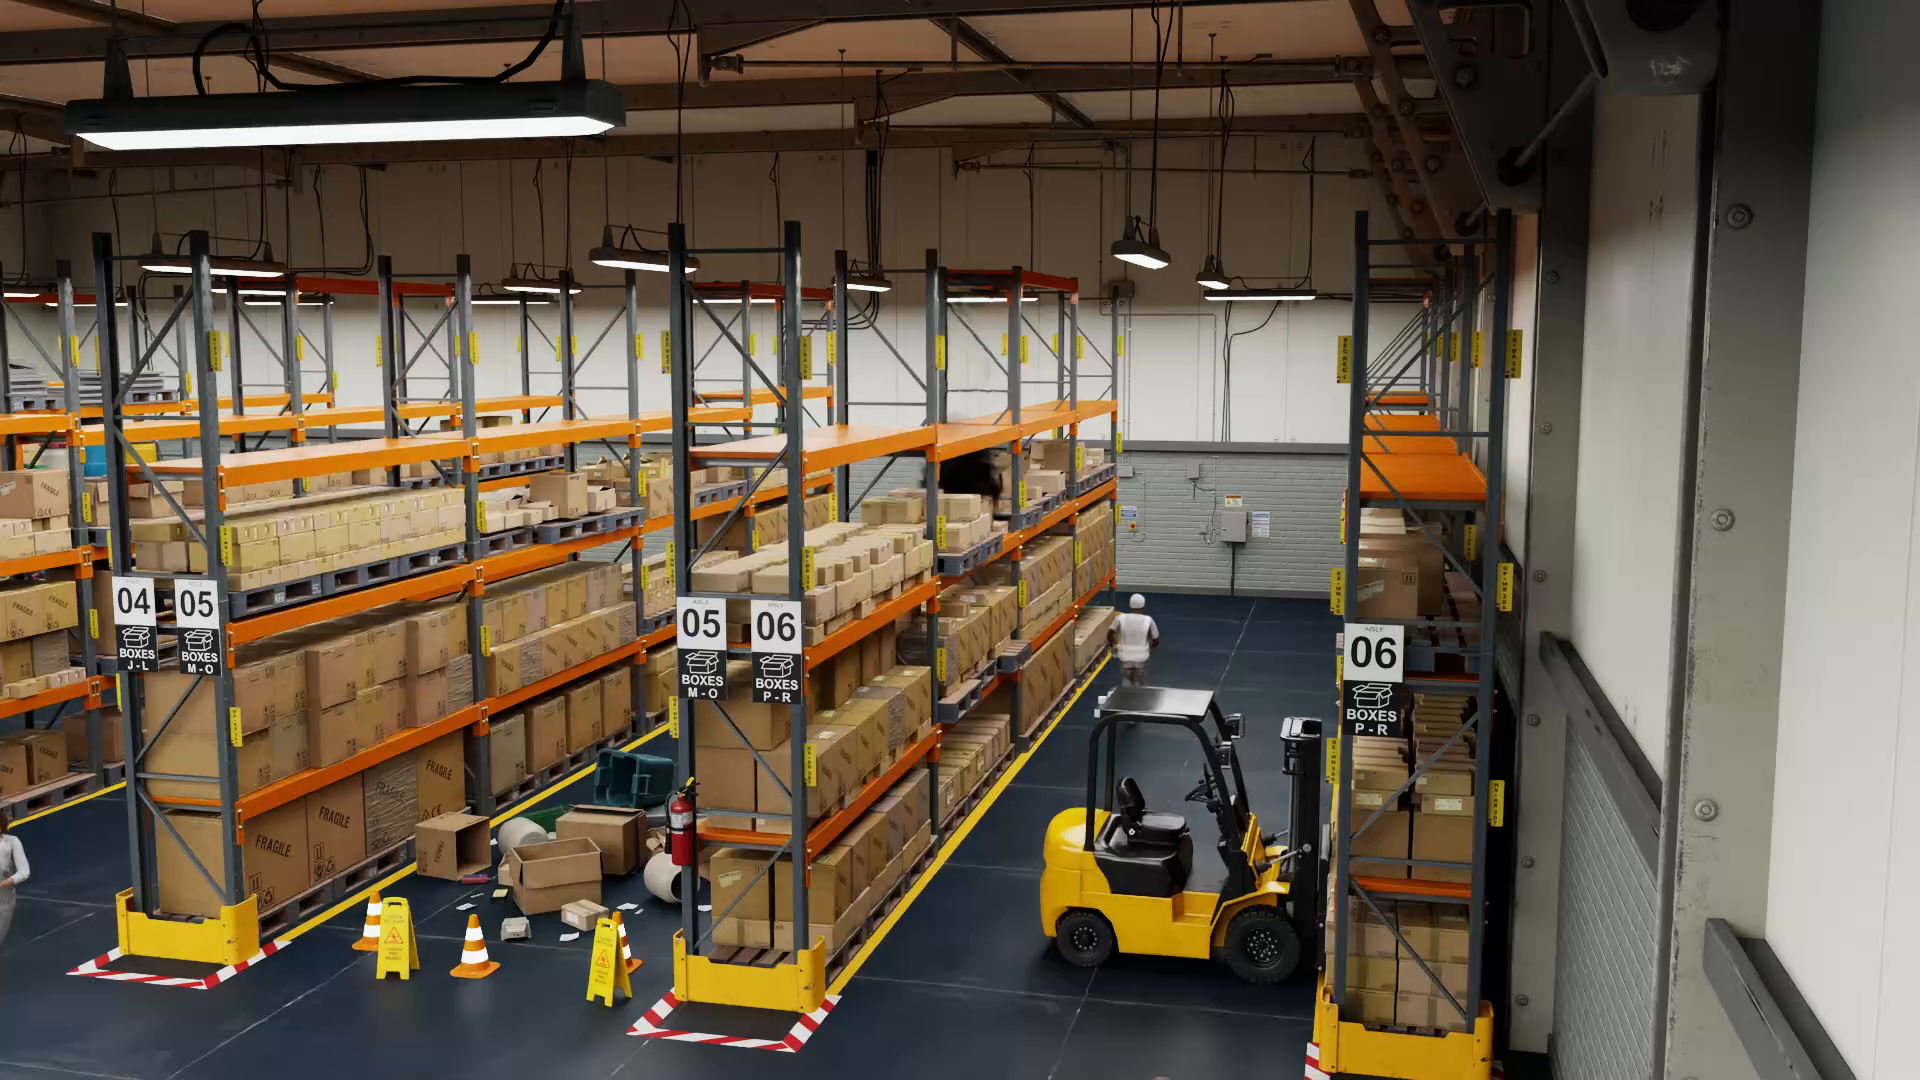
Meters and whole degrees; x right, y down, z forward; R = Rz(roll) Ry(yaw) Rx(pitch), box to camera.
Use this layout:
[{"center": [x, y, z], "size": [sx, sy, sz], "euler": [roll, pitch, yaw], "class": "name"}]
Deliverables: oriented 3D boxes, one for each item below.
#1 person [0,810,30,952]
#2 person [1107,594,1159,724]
[{"center": [-7.463, 2.824, 12.845], "size": [0.519, 1.567, 0.619], "euler": [-4, 8, -28], "class": "person"}, {"center": [2.343, 1.572, 22.412], "size": [0.687, 1.738, 0.551], "euler": [1, 7, 12], "class": "person"}]
